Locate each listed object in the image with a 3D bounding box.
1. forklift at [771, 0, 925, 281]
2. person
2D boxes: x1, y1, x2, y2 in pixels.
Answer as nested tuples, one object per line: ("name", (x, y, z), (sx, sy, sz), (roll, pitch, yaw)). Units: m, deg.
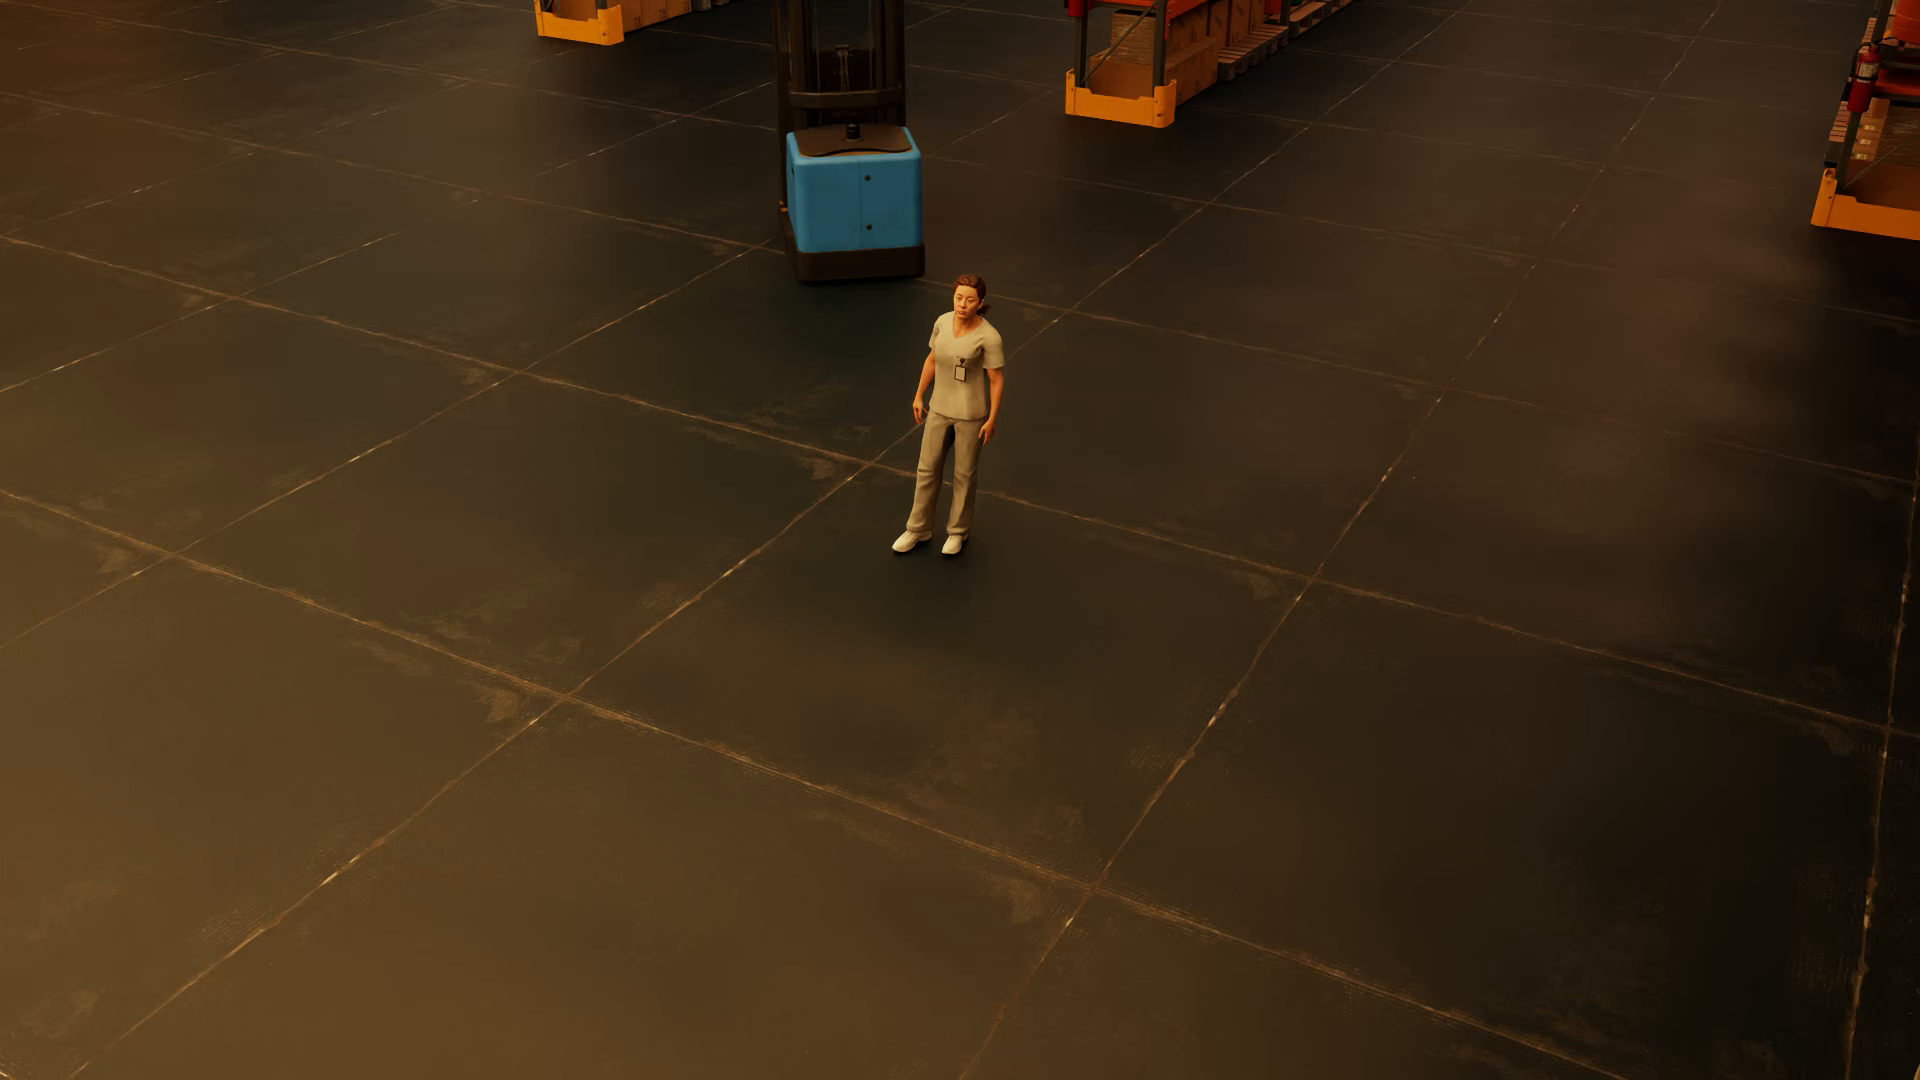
("forklift", (-1.048, -4.089, 14.156), (1.130, 2.935, 3.031), (-5, 30, -9))
("person", (-0.048, -0.703, 9.530), (0.549, 1.673, 0.548), (15, 33, 25))
